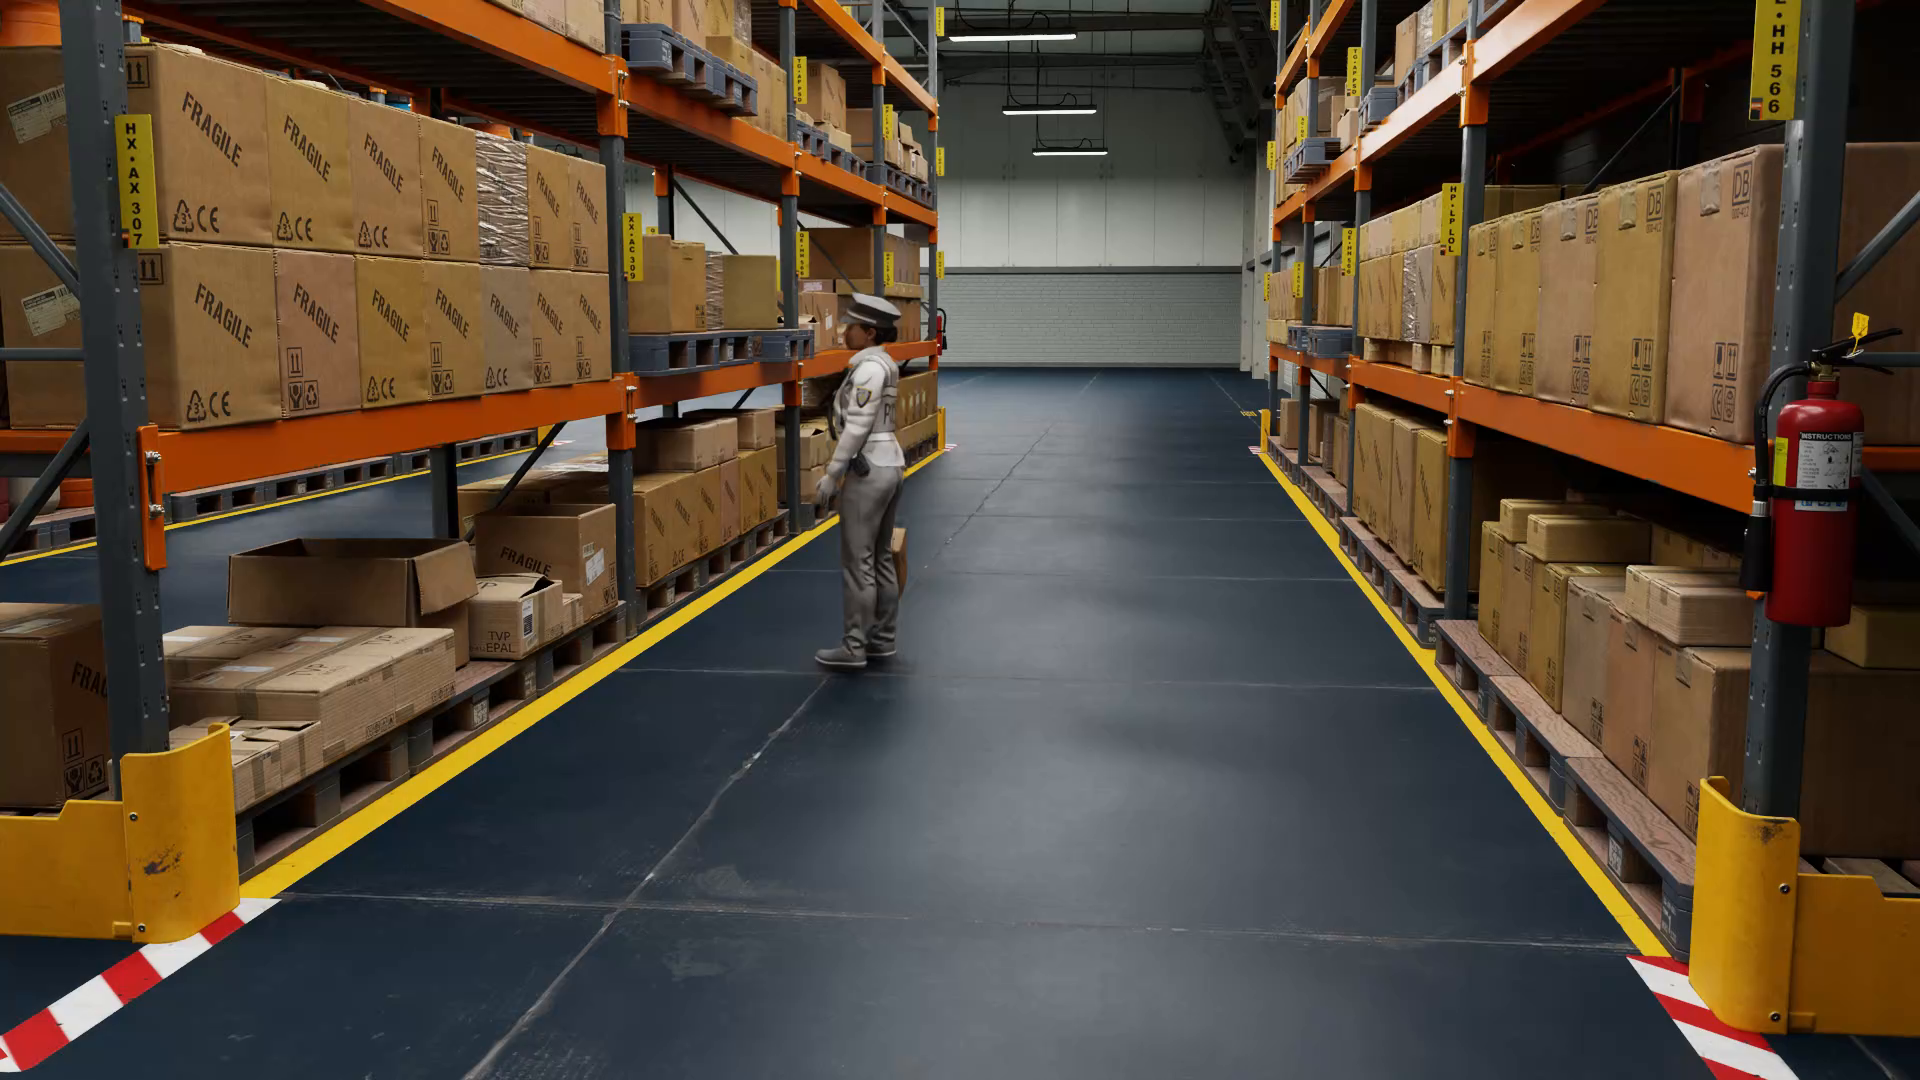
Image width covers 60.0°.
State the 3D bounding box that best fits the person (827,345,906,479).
[{"bbox_3d":[-0.405,-0.571,7.464,0.324,0.602,0.501,1,8,8],"label":"person"}]
